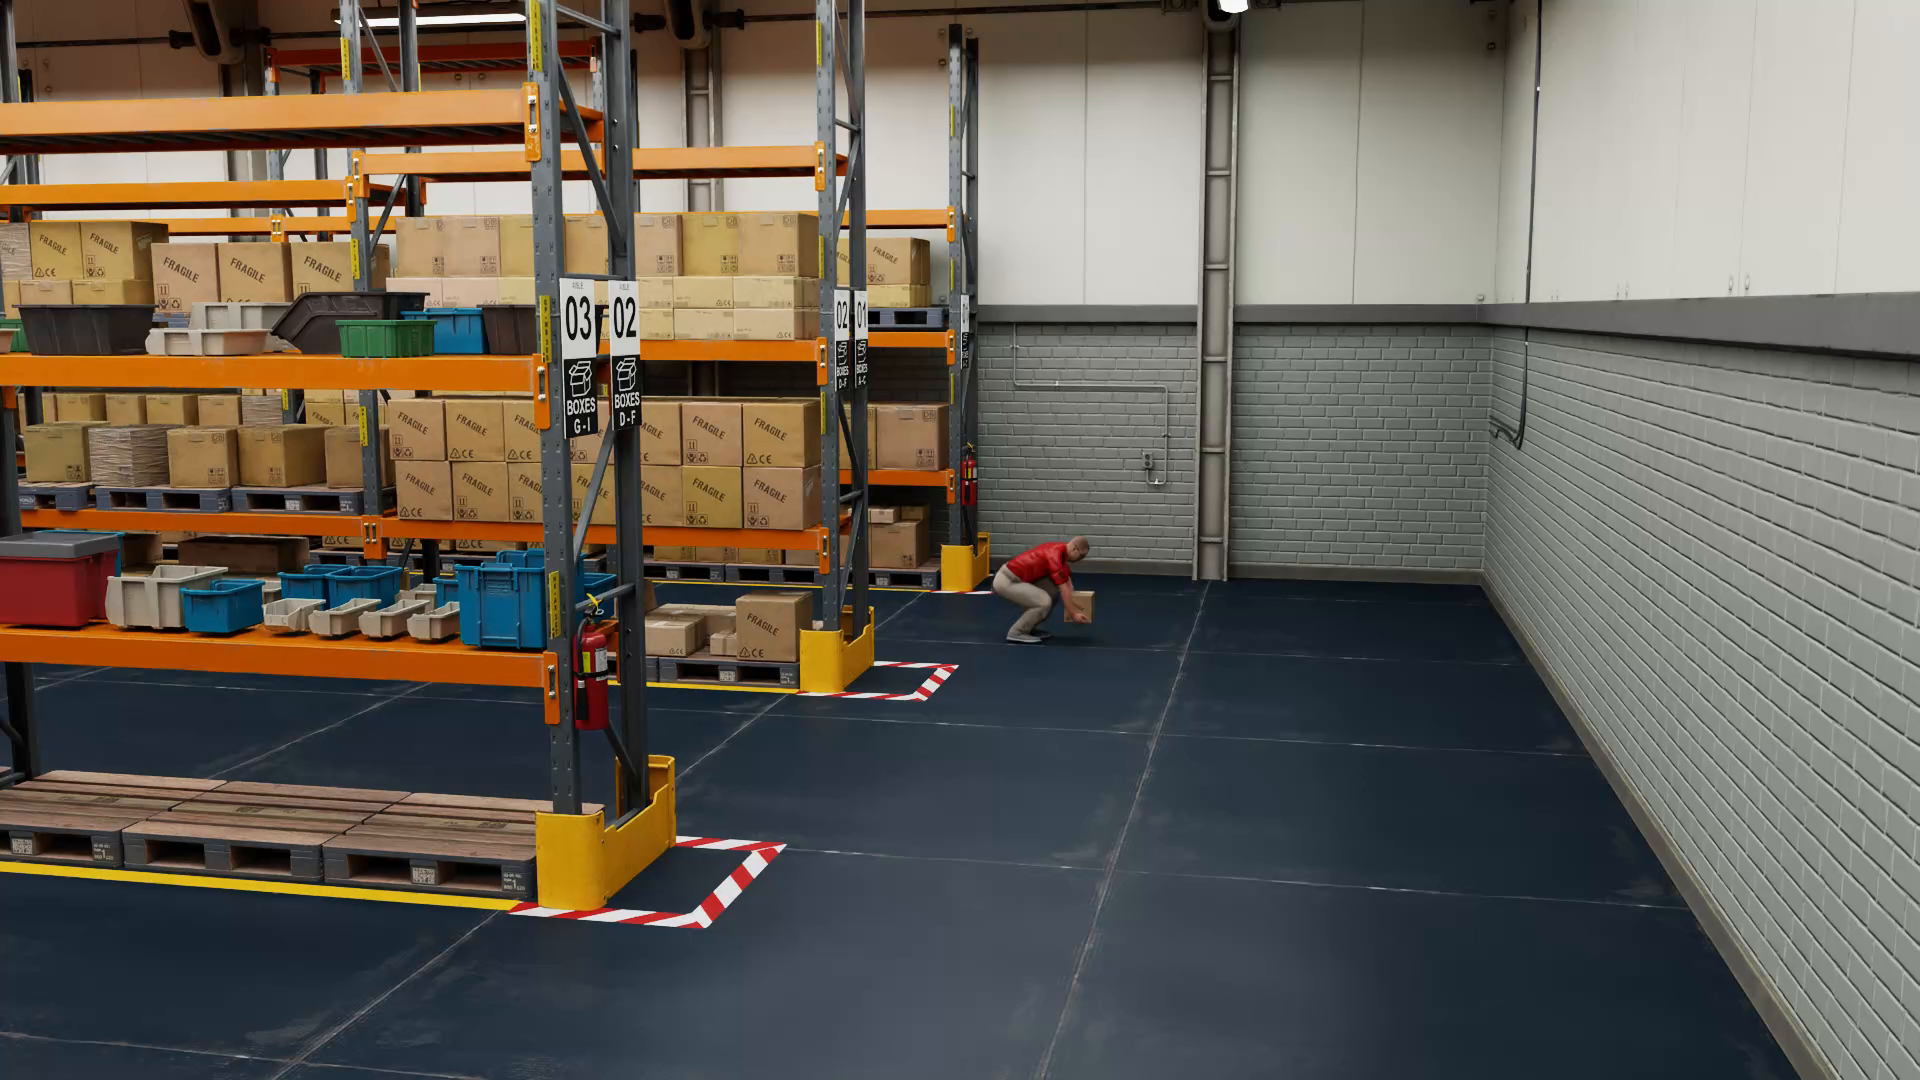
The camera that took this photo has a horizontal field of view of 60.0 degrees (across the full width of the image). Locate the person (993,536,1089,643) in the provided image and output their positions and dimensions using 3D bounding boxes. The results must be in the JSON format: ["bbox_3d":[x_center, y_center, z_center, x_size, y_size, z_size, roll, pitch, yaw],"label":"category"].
[{"bbox_3d":[0.764,0.449,15.397,0.903,0.980,0.528,1,8,10],"label":"person"}]
